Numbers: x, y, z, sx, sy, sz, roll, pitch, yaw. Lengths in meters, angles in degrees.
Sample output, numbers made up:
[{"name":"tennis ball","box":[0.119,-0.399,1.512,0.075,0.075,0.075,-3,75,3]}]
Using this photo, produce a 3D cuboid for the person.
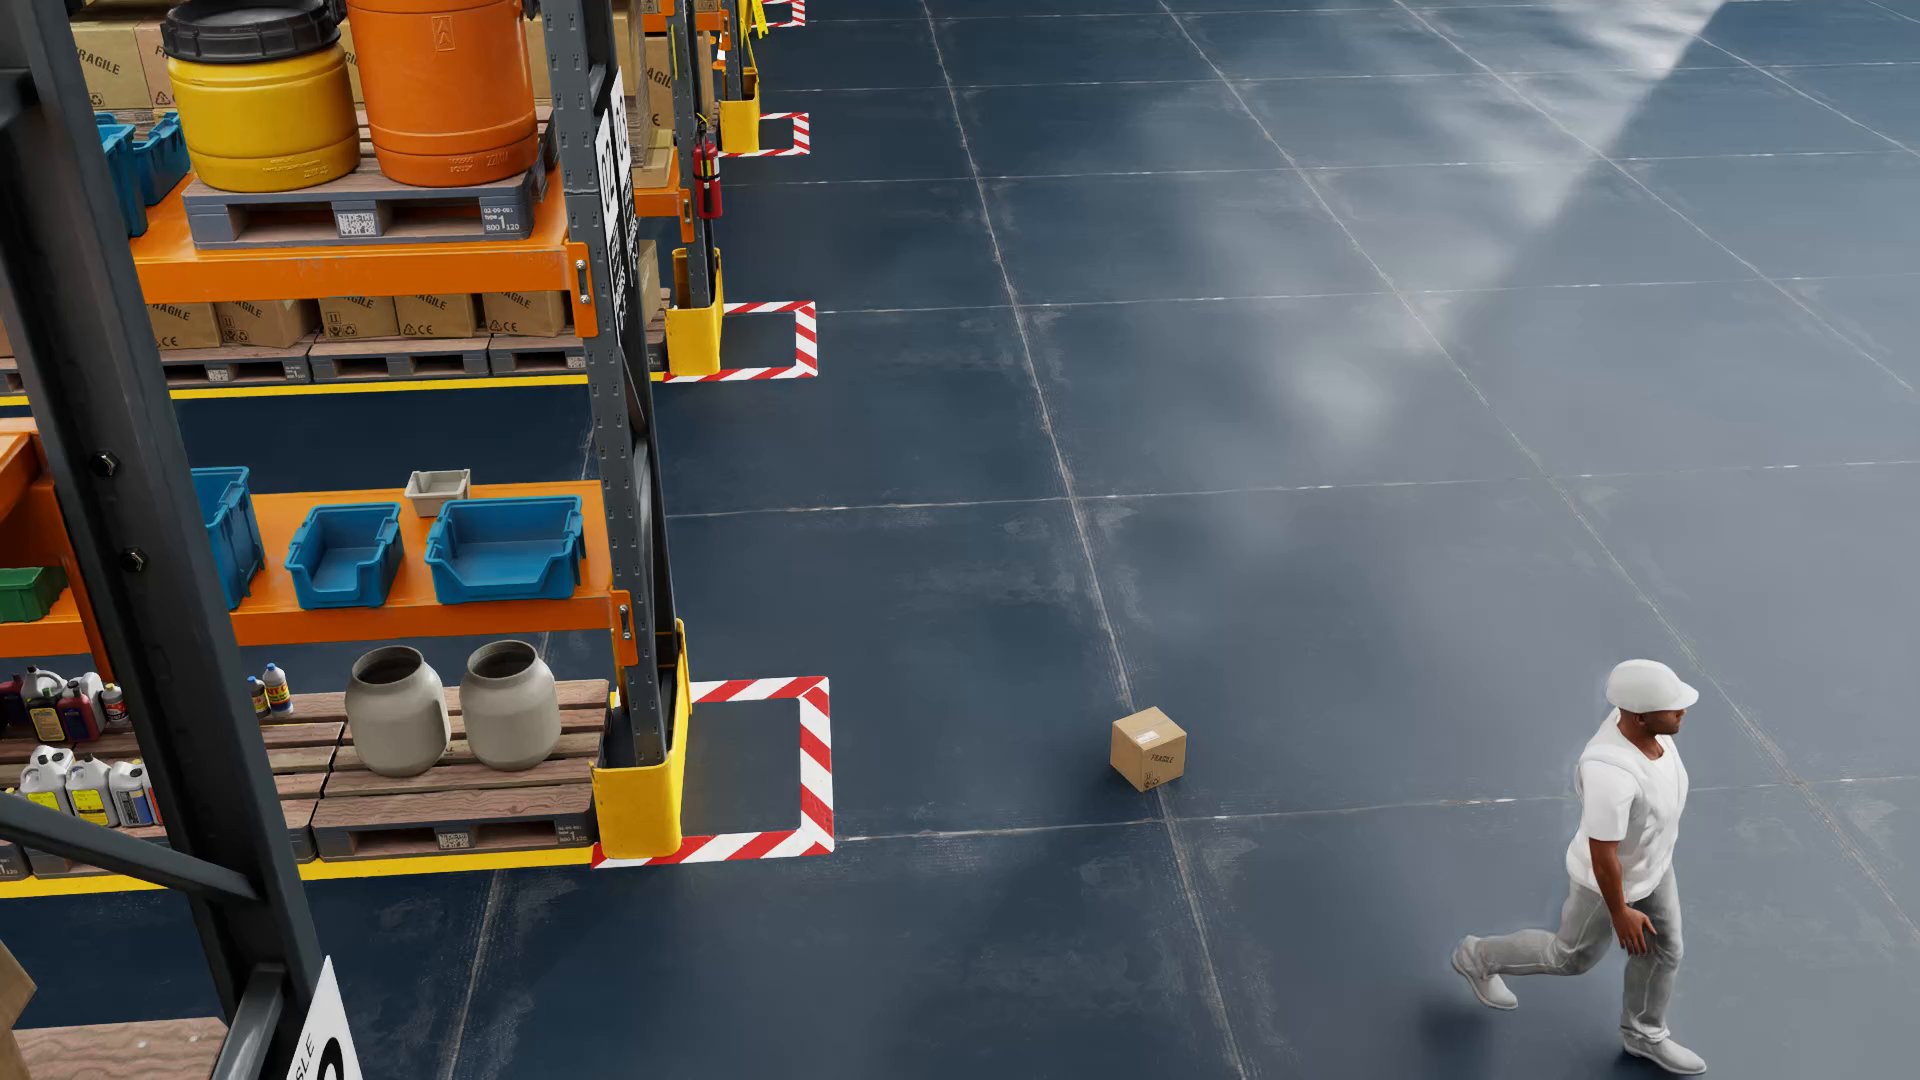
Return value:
[{"name":"person","box":[2.380,1.178,6.045,0.962,1.727,0.557,24,39,34]}]
